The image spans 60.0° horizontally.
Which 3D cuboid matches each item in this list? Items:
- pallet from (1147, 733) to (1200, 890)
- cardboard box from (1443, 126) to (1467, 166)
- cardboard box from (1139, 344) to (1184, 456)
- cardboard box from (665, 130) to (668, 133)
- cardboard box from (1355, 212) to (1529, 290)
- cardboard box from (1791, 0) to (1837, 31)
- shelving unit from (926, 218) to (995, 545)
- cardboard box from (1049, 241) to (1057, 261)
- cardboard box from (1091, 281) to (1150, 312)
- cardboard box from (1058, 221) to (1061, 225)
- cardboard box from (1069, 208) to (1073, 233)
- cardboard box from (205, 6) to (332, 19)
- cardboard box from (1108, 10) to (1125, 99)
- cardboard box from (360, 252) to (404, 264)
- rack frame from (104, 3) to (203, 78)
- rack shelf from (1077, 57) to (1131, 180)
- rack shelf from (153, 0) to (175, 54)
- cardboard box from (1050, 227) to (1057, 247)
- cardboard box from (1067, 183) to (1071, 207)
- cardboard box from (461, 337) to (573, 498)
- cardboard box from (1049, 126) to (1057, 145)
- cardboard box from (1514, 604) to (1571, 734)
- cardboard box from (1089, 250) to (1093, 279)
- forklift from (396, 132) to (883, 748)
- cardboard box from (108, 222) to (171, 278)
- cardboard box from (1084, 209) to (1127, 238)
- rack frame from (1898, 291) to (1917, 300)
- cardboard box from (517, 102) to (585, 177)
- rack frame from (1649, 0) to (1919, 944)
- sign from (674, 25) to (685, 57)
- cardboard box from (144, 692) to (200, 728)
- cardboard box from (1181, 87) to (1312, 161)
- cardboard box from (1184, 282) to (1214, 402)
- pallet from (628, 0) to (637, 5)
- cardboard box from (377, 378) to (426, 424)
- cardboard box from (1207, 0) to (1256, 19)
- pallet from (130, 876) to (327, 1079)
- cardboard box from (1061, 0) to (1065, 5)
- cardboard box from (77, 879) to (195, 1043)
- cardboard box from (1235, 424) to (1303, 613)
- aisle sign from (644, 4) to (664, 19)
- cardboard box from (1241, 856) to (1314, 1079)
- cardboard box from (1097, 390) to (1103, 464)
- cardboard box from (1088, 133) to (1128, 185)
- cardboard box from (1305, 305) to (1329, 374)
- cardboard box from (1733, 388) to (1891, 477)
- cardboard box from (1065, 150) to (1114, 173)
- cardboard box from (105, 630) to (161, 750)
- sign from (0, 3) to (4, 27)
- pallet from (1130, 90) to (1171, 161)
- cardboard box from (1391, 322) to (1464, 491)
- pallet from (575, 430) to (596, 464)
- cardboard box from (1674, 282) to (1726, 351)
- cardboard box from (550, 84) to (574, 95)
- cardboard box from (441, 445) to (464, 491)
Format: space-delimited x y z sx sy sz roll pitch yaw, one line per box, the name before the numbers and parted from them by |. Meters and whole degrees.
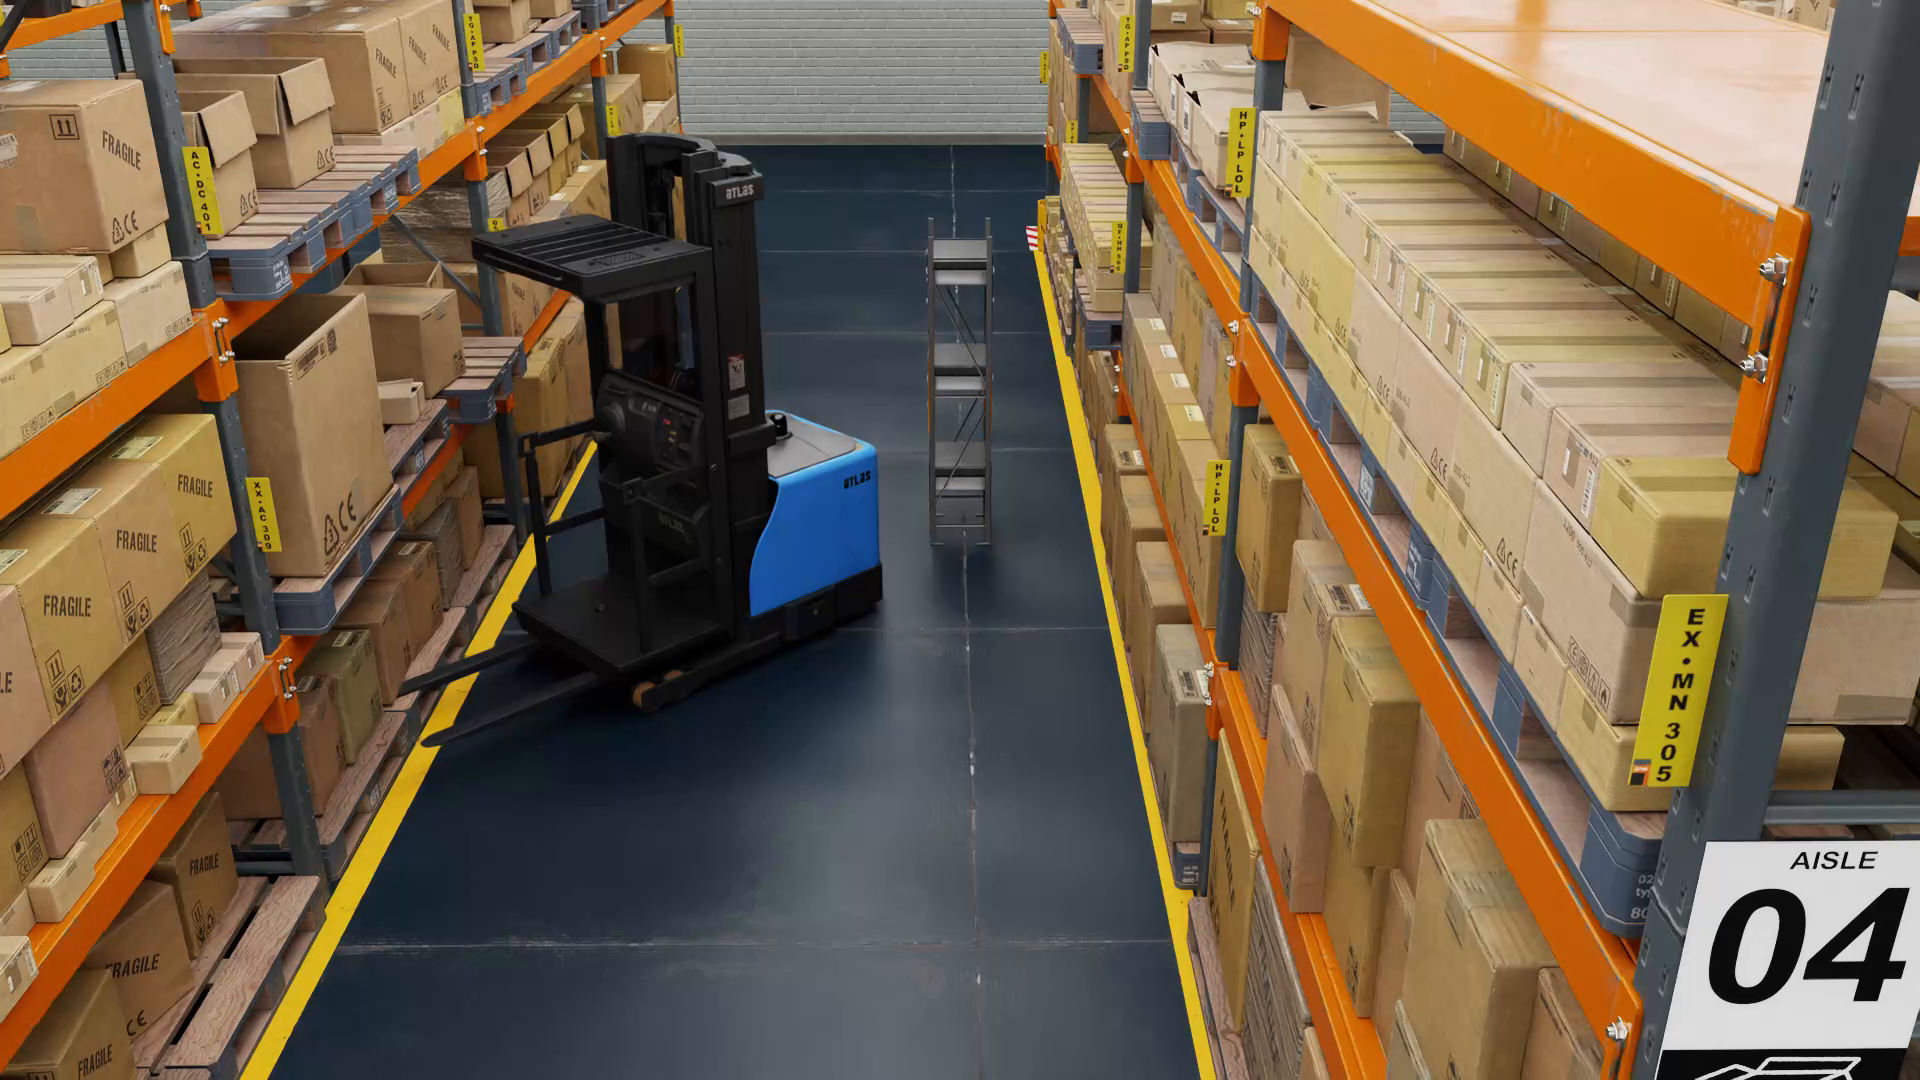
pallet | 1.491 1.271 8.184 1.003 0.211 1.213 0 24 -1
cardboard box | 1.897 -1.385 5.739 0.380 0.149 0.250 0 24 -1
cardboard box | 1.279 -0.772 9.197 0.500 0.500 0.500 0 24 -1
cardboard box | -3.176 -4.073 16.920 0.380 0.149 0.250 0 24 0
cardboard box | 1.255 -0.756 4.348 0.380 0.149 0.250 0 24 -1
cardboard box | 6.170 -3.723 11.570 0.500 0.500 0.500 0 24 0
shelving unit | -0.002 -1.025 10.968 0.431 2.100 0.503 0 24 -1
cardboard box | 1.116 -2.986 17.163 0.380 0.149 0.250 0 24 0
cardboard box | 1.066 -1.608 10.962 0.380 0.149 0.250 0 24 0
cardboard box | 1.186 -3.139 16.779 0.380 0.149 0.250 1 24 2
cardboard box | 1.044 -2.466 12.857 0.380 0.149 0.250 -1 24 -3
cardboard box | -3.680 -2.586 8.960 0.500 0.500 0.500 0 24 0
cardboard box | 1.252 -3.183 10.886 0.500 0.500 0.500 0 24 -1
cardboard box | -3.683 -1.598 11.021 0.500 0.500 0.500 0 24 1
rack frame | -8.470 -4.624 17.834 1.000 3.000 0.127 0 24 -1
rack shelf | 1.509 -3.193 11.904 1.077 0.370 4.000 0 24 -1
rack shelf | -3.408 -2.749 7.767 1.077 0.370 4.000 0 24 -1
cardboard box | 1.124 -3.118 17.093 0.380 0.149 0.250 0 24 1
cardboard box | 1.043 -2.706 13.028 0.380 0.149 0.250 -1 24 -3
cardboard box | -3.417 -0.857 11.575 1.225 0.875 0.875 -1 24 -3
cardboard box | 1.113 -4.162 17.117 0.380 0.149 0.250 -1 24 -2
cardboard box | 1.273 0.238 3.118 0.380 0.149 0.250 0 24 0
cardboard box | 1.065 -1.854 11.144 0.380 0.149 0.250 1 24 1
forklift | -1.871 -0.626 9.077 1.130 2.935 3.031 22 32 40
cardboard box | -3.094 -1.049 5.987 0.380 0.149 0.250 0 24 1
cardboard box | 1.057 -2.200 11.547 0.380 0.149 0.250 0 24 1
rack frame | 6.479 -1.394 10.693 1.000 3.000 0.127 0 24 -1
cardboard box | -3.459 -3.237 13.430 0.797 0.503 0.637 -1 24 -2
rack frame | 1.618 -0.767 2.027 1.000 3.000 0.127 0 24 -1
sign | -2.975 -5.278 17.588 0.100 0.325 0.005 0 24 -1
cardboard box | -3.154 0.707 6.353 0.380 0.149 0.250 0 24 -1
cardboard box | 1.335 -1.966 7.795 0.500 0.311 0.500 -1 24 -2
cardboard box | 1.546 -1.016 8.522 0.700 0.500 0.500 0 24 -1
pallet | -3.483 -5.163 15.493 1.003 0.211 1.213 0 24 -1
cardboard box | -3.142 -0.794 9.019 0.396 0.266 0.258 -1 24 -2
cardboard box | 1.796 -3.472 10.596 0.396 0.266 0.258 0 24 -1
pallet | -3.344 1.846 6.913 1.003 0.211 1.213 0 24 -1
cardboard box | 1.207 -5.097 15.422 0.500 0.250 0.500 0 24 -1
cardboard box | -3.408 1.647 6.492 0.500 0.500 0.500 8 25 16
cardboard box | 1.544 -0.090 6.317 0.875 0.550 0.550 0 24 -1
aisle sign | -3.218 -5.862 17.416 0.394 0.787 0.004 0 24 -1
cardboard box | 1.525 1.726 5.864 0.875 0.875 0.875 0 24 0
cardboard box | 1.260 -0.867 12.050 0.500 0.500 0.500 1 24 2
cardboard box | 1.199 -3.358 14.552 0.500 0.500 0.500 0 24 0
cardboard box | 1.251 -0.600 4.972 0.380 0.149 0.250 -1 24 -1
cardboard box | 1.863 -0.114 3.412 0.500 0.250 0.500 -1 24 -1
cardboard box | 1.041 -3.047 13.421 0.380 0.149 0.250 0 24 1
cardboard box | -3.473 0.509 6.002 0.875 0.500 0.500 0 24 -1
sign | -7.876 -4.348 13.573 0.100 0.325 0.005 0 24 -1
pallet | 1.591 -2.346 9.386 1.213 0.211 1.003 1 24 2
cardboard box | 1.324 -0.318 3.863 0.500 0.250 0.500 0 24 -1
pallet | -3.374 -0.906 12.997 1.003 0.211 1.213 0 24 -1
cardboard box | 1.920 -0.549 3.890 0.380 0.149 0.250 -1 24 -1
cardboard box | -3.747 -3.802 14.926 0.500 0.500 0.500 0 24 0
cardboard box | -3.393 -0.477 10.254 0.500 0.250 0.500 1 24 2
